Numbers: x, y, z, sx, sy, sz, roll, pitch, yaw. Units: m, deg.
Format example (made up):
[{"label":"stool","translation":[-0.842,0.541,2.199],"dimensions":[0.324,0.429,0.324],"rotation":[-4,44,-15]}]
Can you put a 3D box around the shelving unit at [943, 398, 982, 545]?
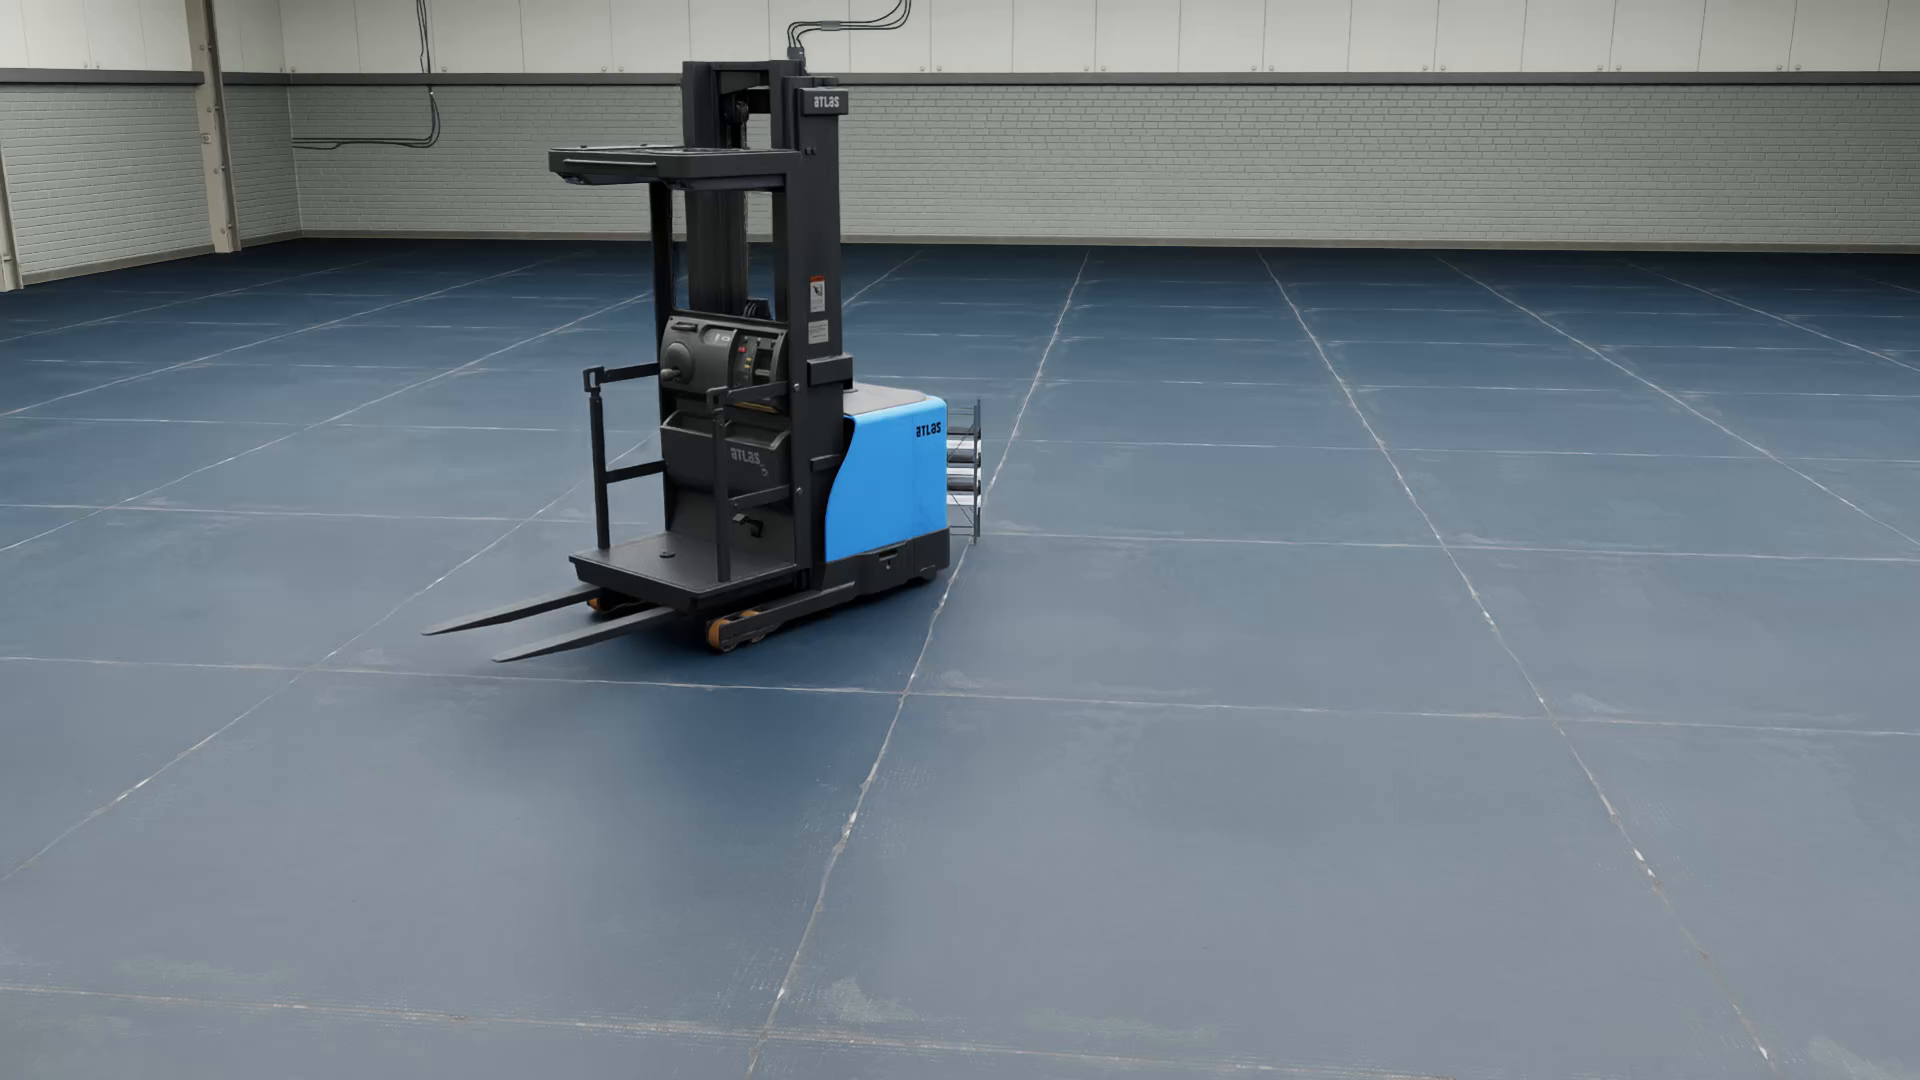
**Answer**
[{"label":"shelving unit","translation":[-0.001,-0.432,10.537],"dimensions":[0.258,0.900,0.210],"rotation":[2,15,6]}]

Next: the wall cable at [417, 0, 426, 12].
[{"label":"wall cable","translation":[-8.774,-11.092,30.716],"dimensions":[3.097,2.526,0.112],"rotation":[2,15,6]}]

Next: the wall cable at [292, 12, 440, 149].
[{"label":"wall cable","translation":[-11.462,-8.734,31.670],"dimensions":[3.097,2.526,0.112],"rotation":[2,15,6]}]

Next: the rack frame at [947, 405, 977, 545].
[{"label":"rack frame","translation":[-0.012,-0.406,10.439],"dimensions":[0.240,0.900,0.006],"rotation":[2,15,6]}]

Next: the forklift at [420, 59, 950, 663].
[{"label":"forklift","translation":[-1.404,-0.991,8.711],"dimensions":[1.130,2.935,3.031],"rotation":[13,20,39]}]

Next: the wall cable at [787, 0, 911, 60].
[{"label":"wall cable","translation":[-2.031,-11.591,29.772],"dimensions":[2.305,6.003,0.169],"rotation":[2,15,6]}]

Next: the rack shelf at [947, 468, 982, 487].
[{"label":"rack shelf","translation":[-0.001,-0.400,10.546],"dimensions":[0.258,0.077,0.200],"rotation":[2,15,6]}]

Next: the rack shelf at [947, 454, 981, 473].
[{"label":"rack shelf","translation":[-0.001,-0.487,10.522],"dimensions":[0.258,0.077,0.200],"rotation":[2,15,6]}]

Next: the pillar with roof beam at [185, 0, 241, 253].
[{"label":"pillar with roof beam","translation":[-8.831,-9.381,28.114],"dimensions":[9.100,9.000,0.400],"rotation":[2,15,6]}]

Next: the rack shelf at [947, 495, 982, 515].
[{"label":"rack shelf","translation":[-0.001,-0.226,10.592],"dimensions":[0.258,0.077,0.200],"rotation":[2,15,6]}]

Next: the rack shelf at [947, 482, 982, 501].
[{"label":"rack shelf","translation":[-0.001,-0.313,10.569],"dimensions":[0.258,0.077,0.200],"rotation":[2,15,6]}]

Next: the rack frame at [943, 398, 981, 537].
[{"label":"rack frame","translation":[0.011,-0.459,10.634],"dimensions":[0.240,0.900,0.006],"rotation":[2,15,6]}]

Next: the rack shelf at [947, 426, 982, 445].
[{"label":"rack shelf","translation":[-0.001,-0.661,10.475],"dimensions":[0.258,0.077,0.200],"rotation":[2,15,6]}]

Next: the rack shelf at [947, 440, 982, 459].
[{"label":"rack shelf","translation":[-0.001,-0.574,10.499],"dimensions":[0.258,0.077,0.200],"rotation":[2,15,6]}]

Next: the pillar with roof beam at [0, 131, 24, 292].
[{"label":"pillar with roof beam","translation":[-9.508,-7.825,22.359],"dimensions":[9.100,9.000,0.400],"rotation":[2,15,6]}]
